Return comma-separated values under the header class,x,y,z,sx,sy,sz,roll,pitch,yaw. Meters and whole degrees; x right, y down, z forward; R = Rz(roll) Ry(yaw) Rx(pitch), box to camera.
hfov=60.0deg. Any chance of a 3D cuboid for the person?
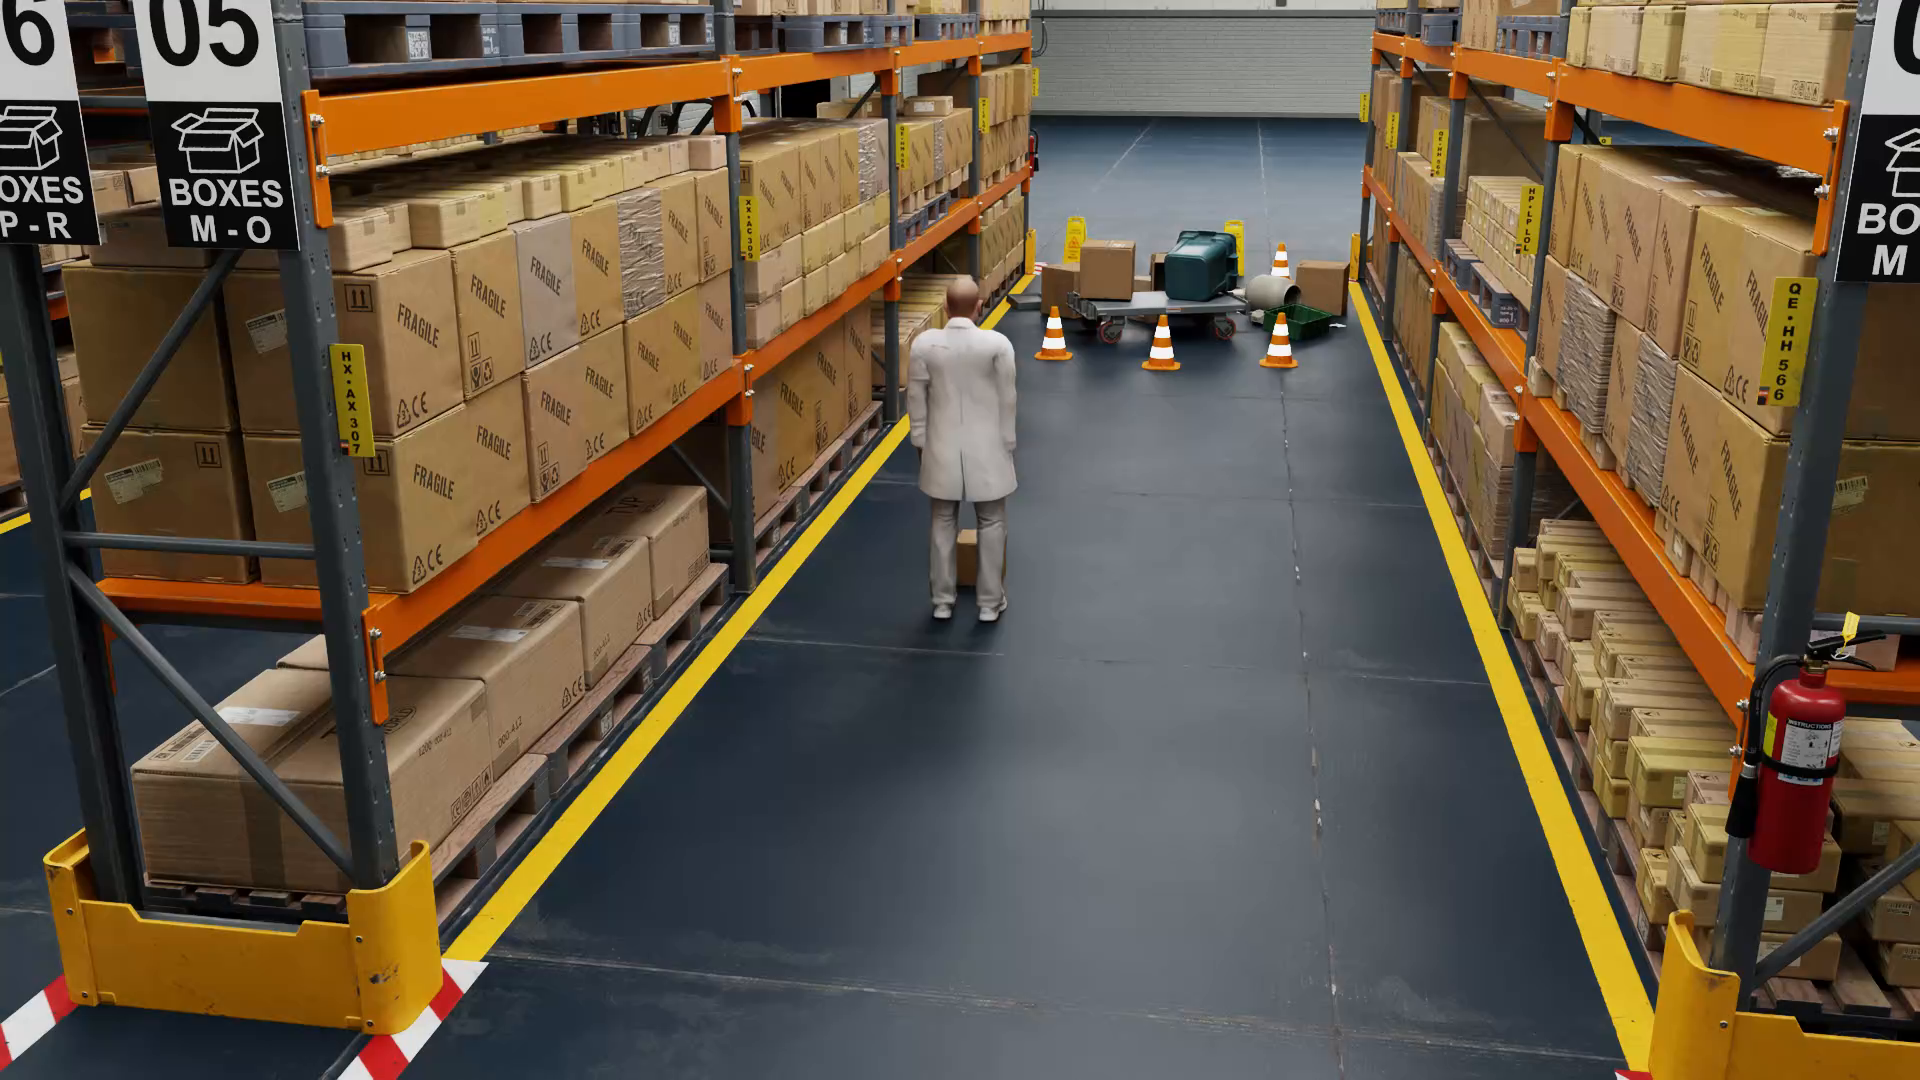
class,x,y,z,sx,sy,sz,roll,pitch,yaw
person,0.015,-0.462,8.569,0.569,1.765,0.378,3,18,10
